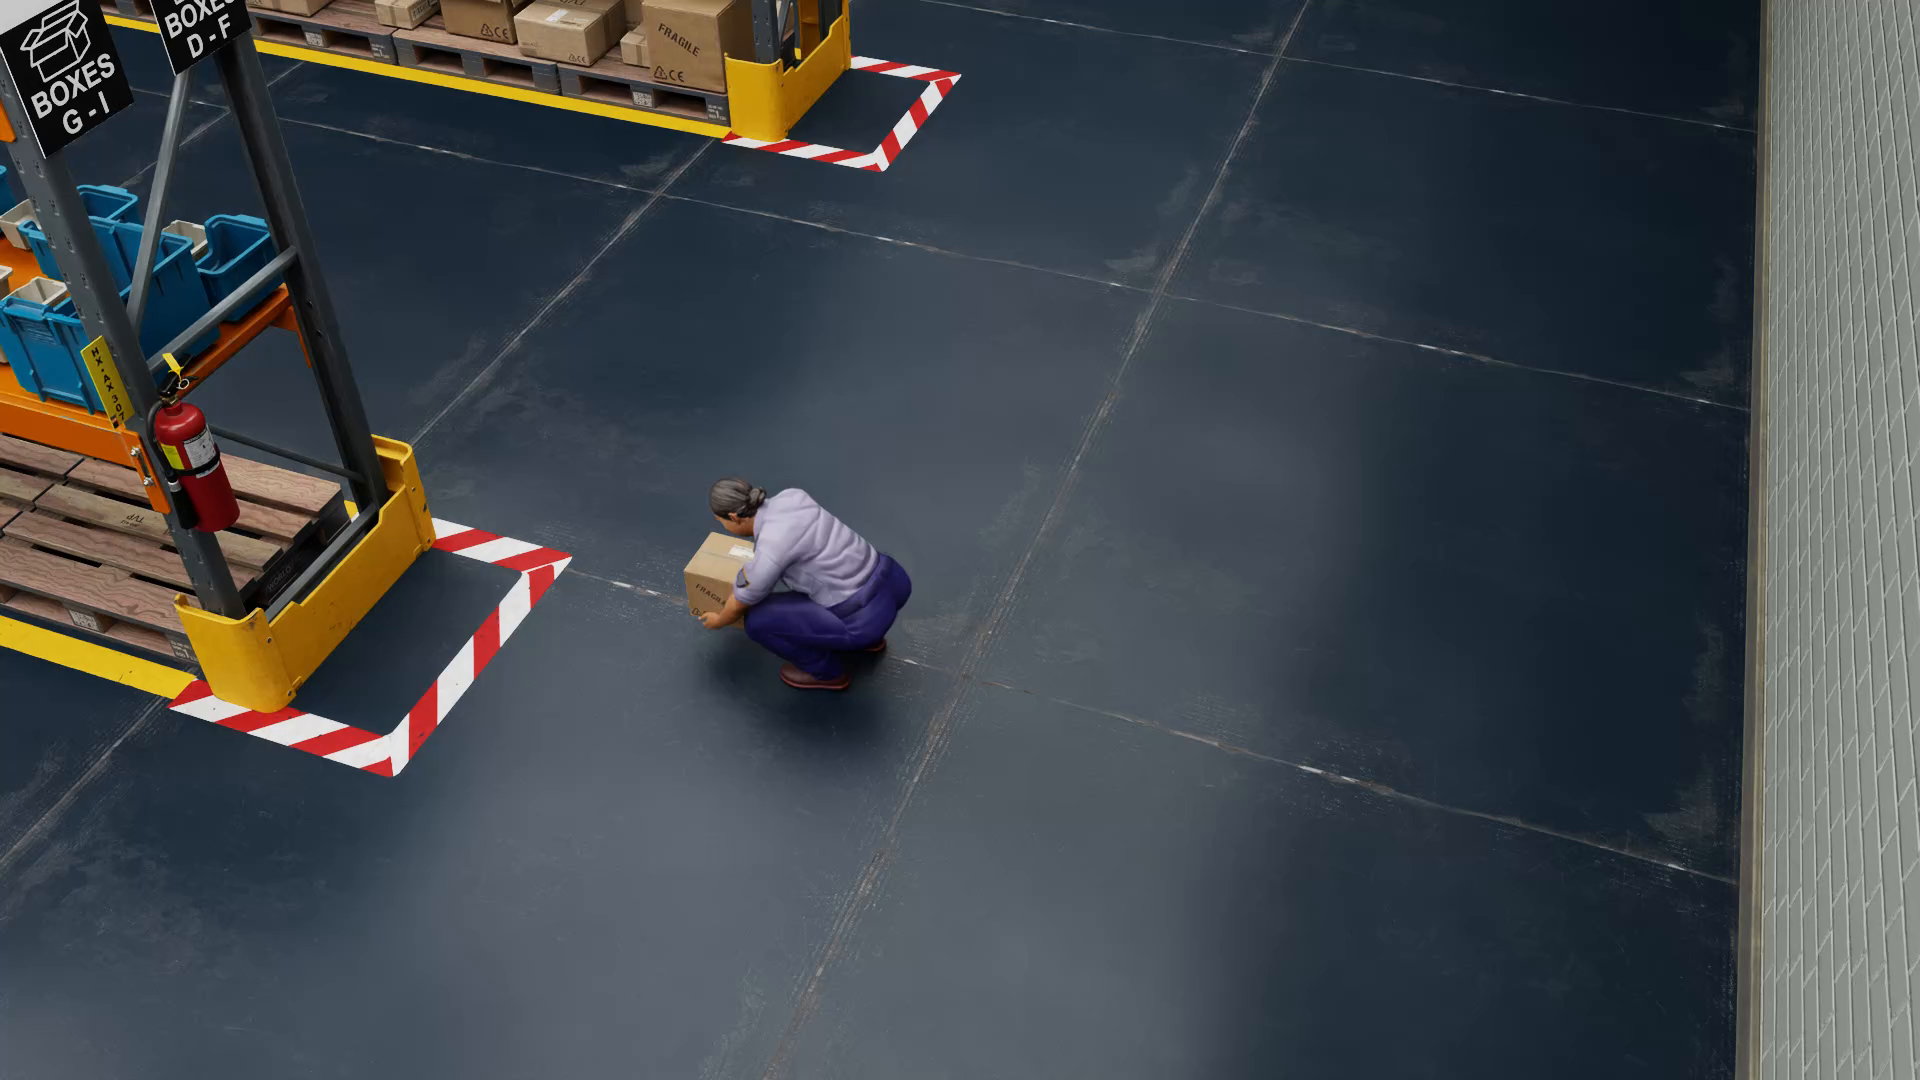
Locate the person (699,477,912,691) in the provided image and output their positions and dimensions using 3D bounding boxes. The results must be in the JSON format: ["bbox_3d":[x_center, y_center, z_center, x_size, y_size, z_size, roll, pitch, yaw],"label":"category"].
[{"bbox_3d":[-0.622,0.148,6.562,0.827,0.919,0.536,14,44,15],"label":"person"}]
